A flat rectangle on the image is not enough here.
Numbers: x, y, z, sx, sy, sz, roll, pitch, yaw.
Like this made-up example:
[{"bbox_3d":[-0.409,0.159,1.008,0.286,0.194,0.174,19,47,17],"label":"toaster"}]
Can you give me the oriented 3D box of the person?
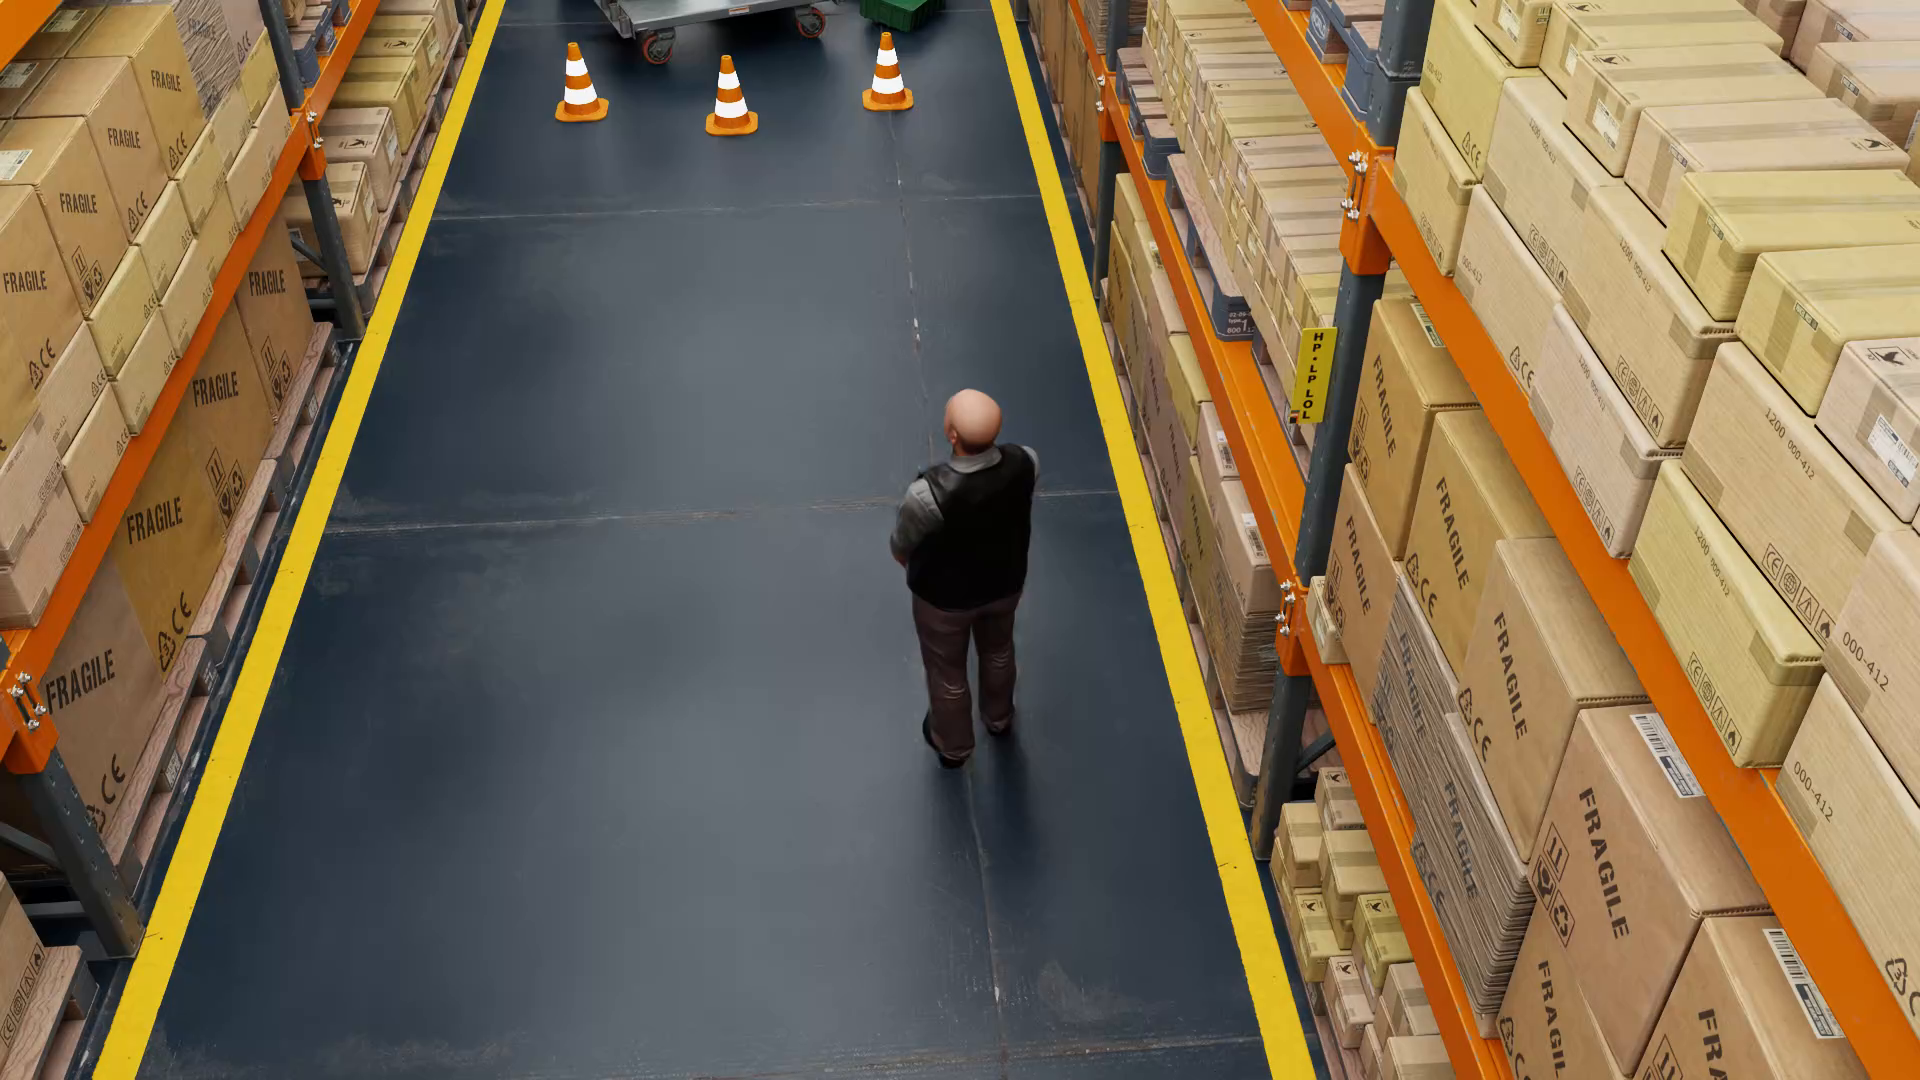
[{"bbox_3d":[0.008,0.119,6.022,0.556,1.726,0.522,-19,43,-22],"label":"person"}]
